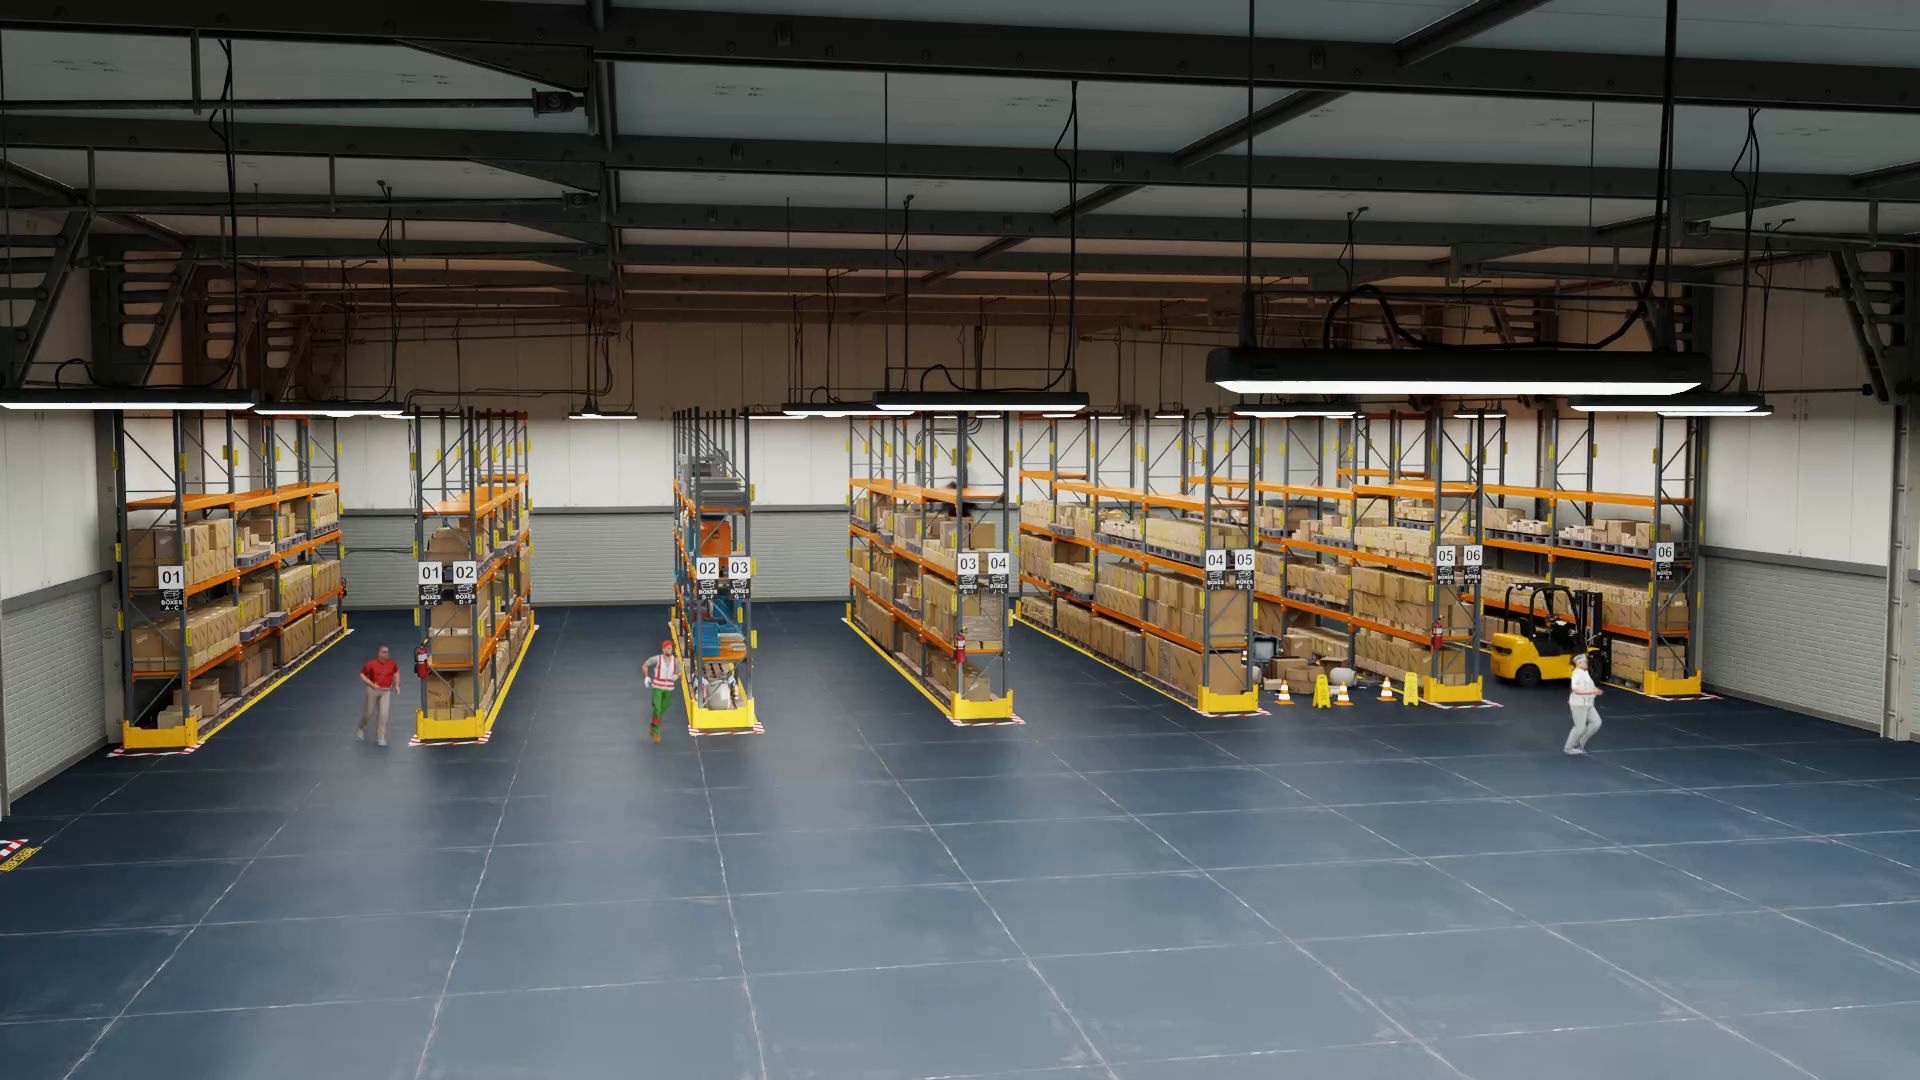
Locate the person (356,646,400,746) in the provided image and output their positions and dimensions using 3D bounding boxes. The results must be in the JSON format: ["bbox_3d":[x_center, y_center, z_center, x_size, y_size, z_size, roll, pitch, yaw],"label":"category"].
[{"bbox_3d":[-10.335,2.750,29.685,0.736,1.718,0.909,-3,5,-36],"label":"person"}]

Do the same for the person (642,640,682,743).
[{"bbox_3d":[-5.324,2.687,29.984,0.697,1.747,0.961,-2,5,-28],"label":"person"}]

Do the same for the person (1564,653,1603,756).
[{"bbox_3d":[10.704,2.831,28.444,0.645,1.788,0.644,3,5,39],"label":"person"}]
